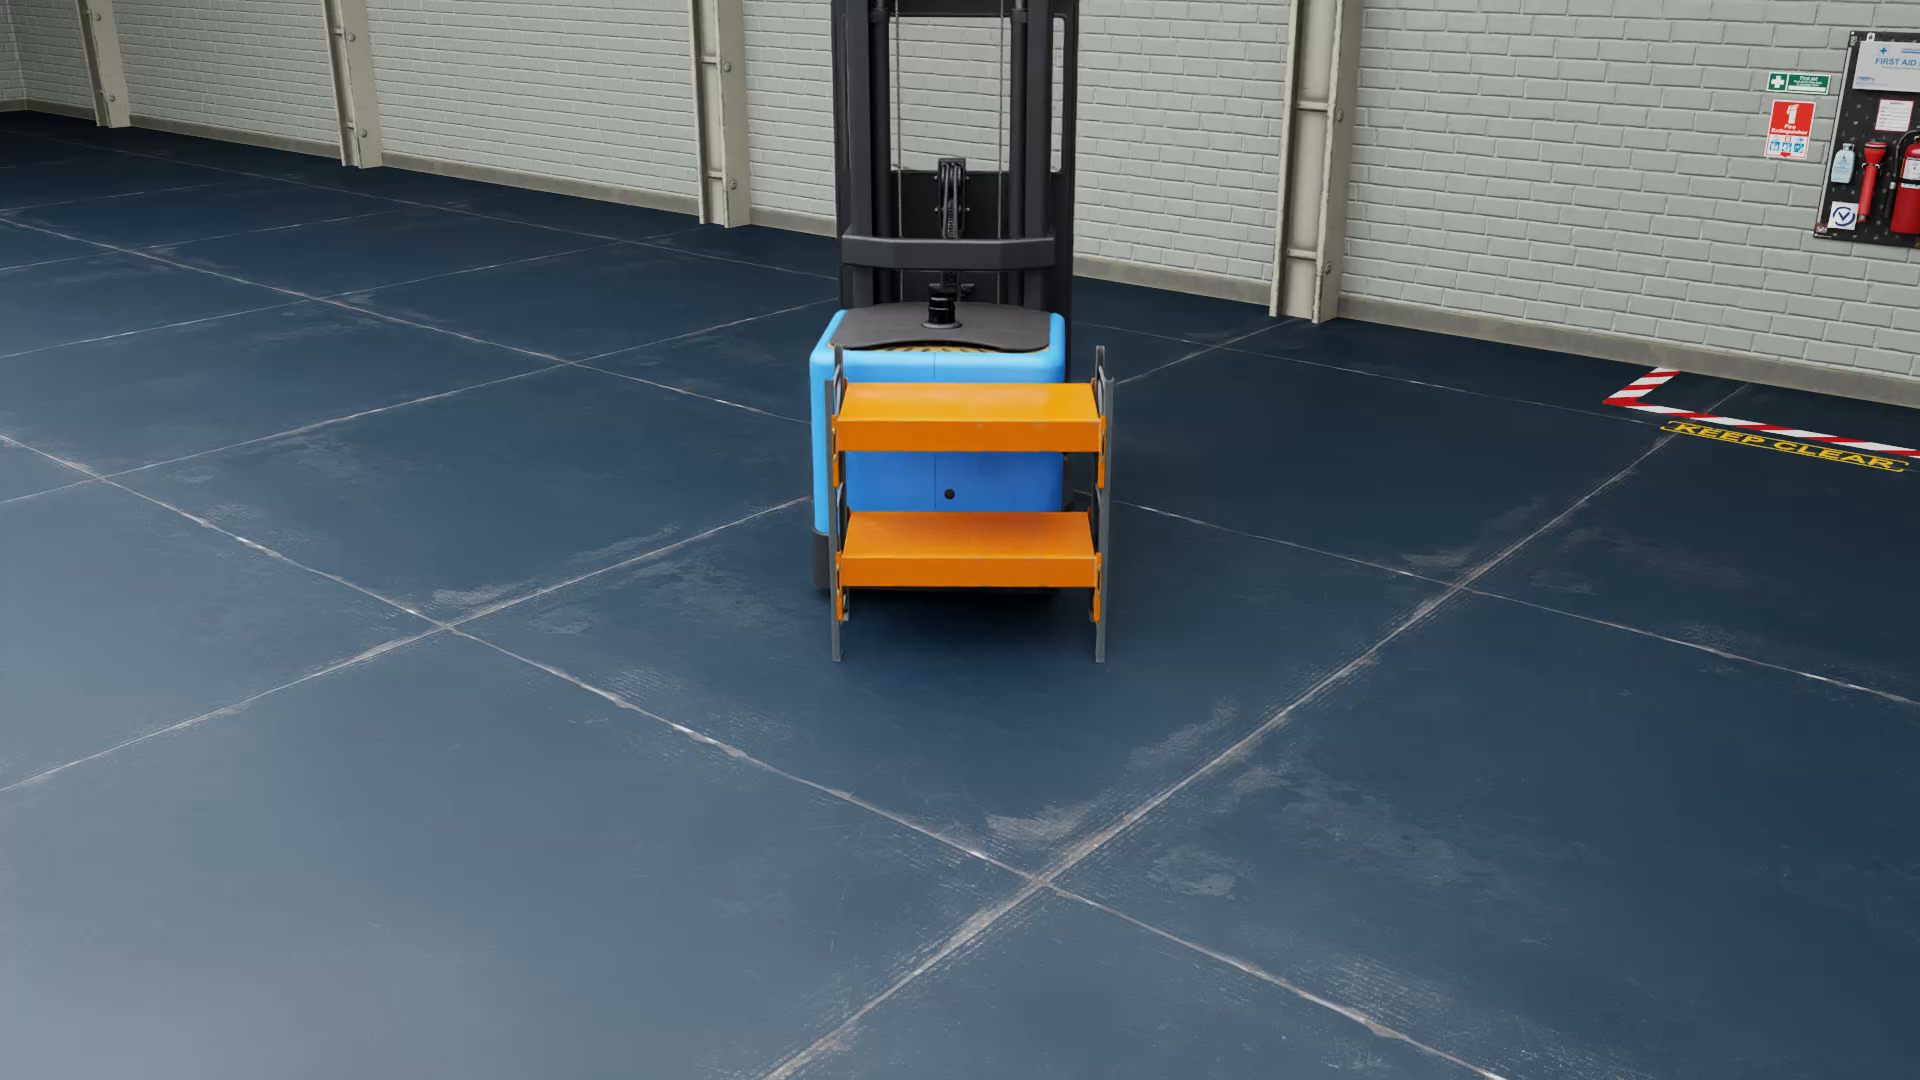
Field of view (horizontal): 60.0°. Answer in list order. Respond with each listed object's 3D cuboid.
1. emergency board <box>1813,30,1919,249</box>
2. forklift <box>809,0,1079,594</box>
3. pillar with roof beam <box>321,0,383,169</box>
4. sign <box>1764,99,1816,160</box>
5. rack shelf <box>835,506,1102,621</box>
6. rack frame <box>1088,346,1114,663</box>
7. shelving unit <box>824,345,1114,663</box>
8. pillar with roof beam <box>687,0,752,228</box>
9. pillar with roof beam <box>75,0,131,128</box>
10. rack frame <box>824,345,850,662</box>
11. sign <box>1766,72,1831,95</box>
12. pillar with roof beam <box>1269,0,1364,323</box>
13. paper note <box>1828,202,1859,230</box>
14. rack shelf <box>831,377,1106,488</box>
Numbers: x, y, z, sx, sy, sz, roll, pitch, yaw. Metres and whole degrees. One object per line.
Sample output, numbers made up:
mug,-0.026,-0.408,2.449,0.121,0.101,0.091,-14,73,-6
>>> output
emergency board,5.226,-2.238,9.351,0.643,1.169,0.194,16,26,36
forklift,-0.006,-1.622,7.814,1.130,2.935,3.031,1,21,3
pillar with roof beam,-9.550,-7.322,14.331,0.400,9.000,9.100,16,26,36
sign,4.863,-2.406,9.746,0.234,0.329,0.001,16,26,36
rack shelf,0.034,0.087,6.529,1.000,0.278,0.538,0,21,1
rack frame,0.543,-0.140,6.436,0.032,1.125,0.500,0,21,1
shelving unit,0.034,-0.141,6.441,1.048,1.125,0.538,0,21,1
pillar with roof beam,-4.902,-5.983,10.781,0.400,9.000,9.100,16,26,36
pillar with roof beam,-14.199,-8.661,17.881,0.400,9.000,9.100,16,26,36
rack frame,-0.474,-0.143,6.445,0.032,1.125,0.500,0,21,1
sign,4.861,-2.650,9.644,0.331,0.109,0.001,16,26,36
pillar with roof beam,-0.254,-4.645,7.232,0.400,9.000,9.100,16,26,36
paper note,5.133,-1.884,9.661,0.142,0.148,0.016,16,26,36
rack shelf,0.034,-0.414,6.335,1.000,0.278,0.538,0,21,1
